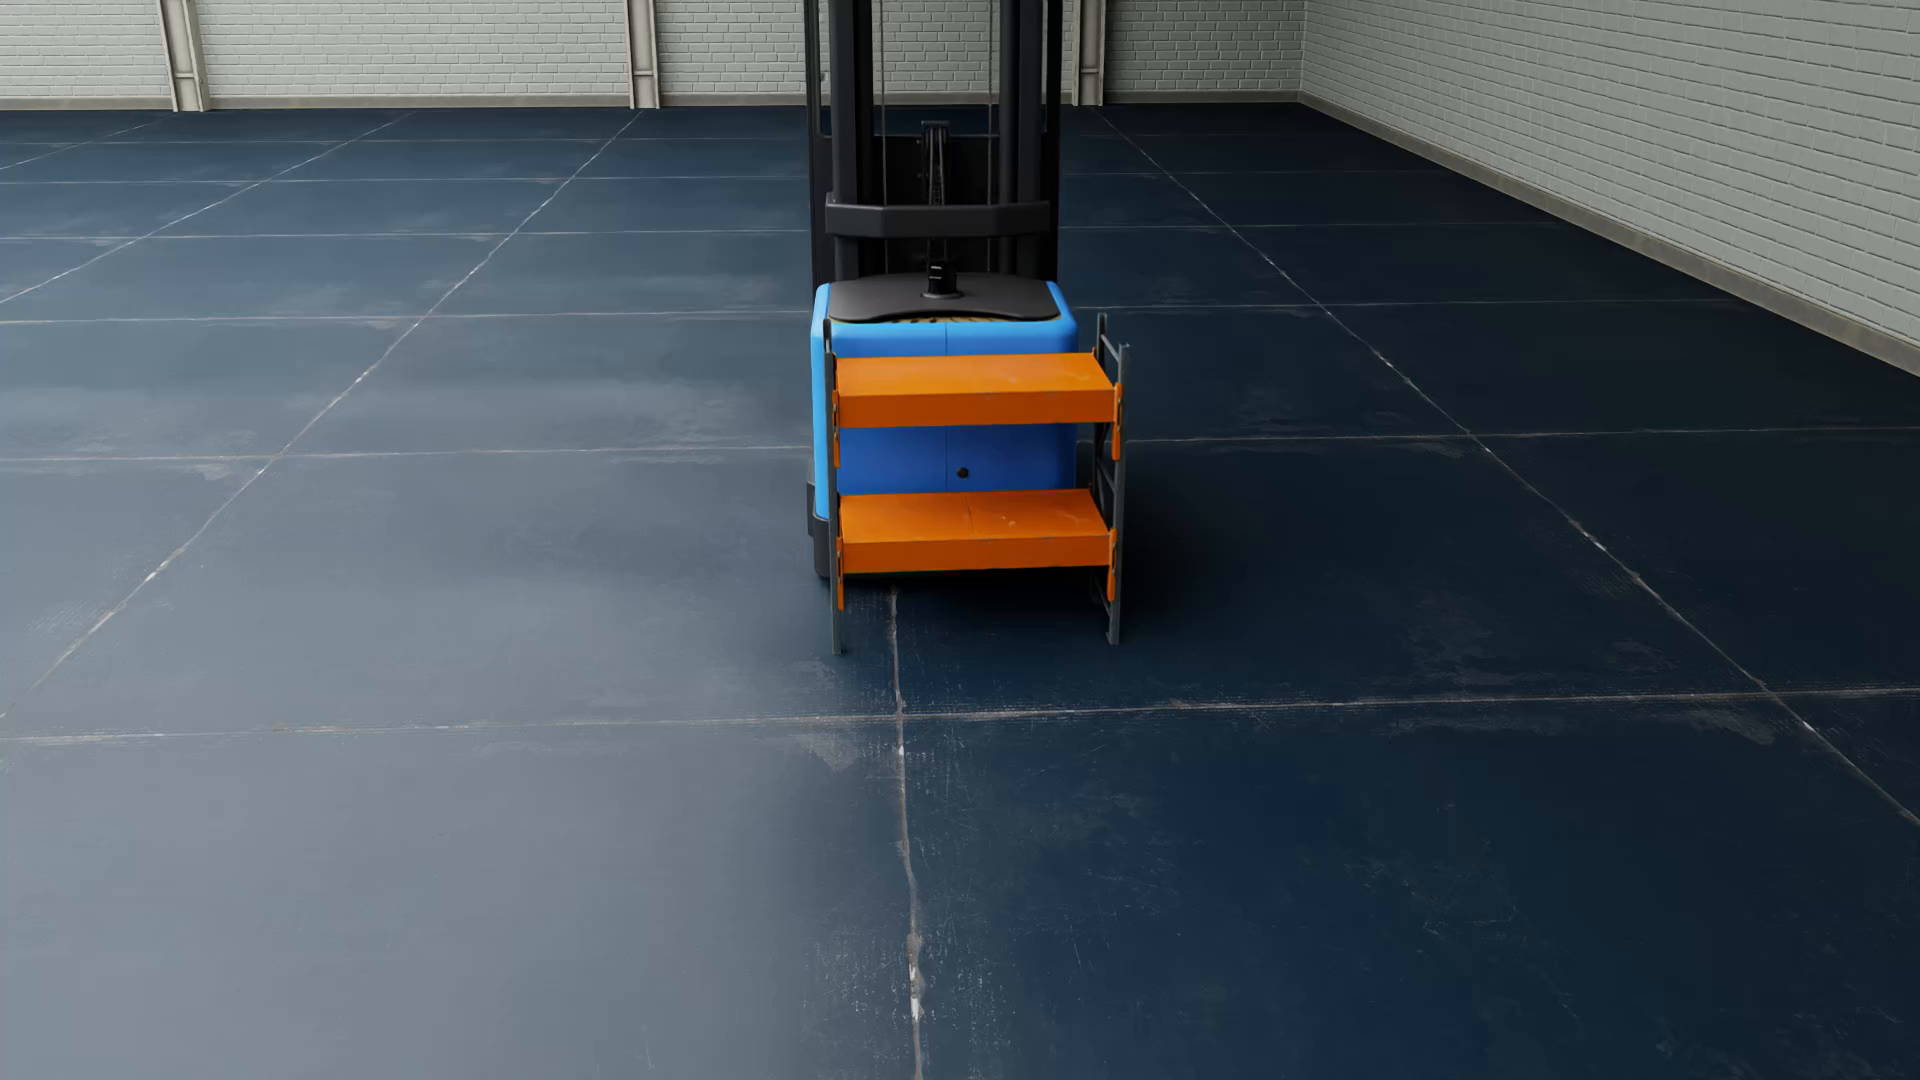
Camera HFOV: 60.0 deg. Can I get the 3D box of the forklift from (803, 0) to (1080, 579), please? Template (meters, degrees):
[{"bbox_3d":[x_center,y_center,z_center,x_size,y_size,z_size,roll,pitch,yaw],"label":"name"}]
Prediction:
[{"bbox_3d":[-0.126,-1.696,7.455,1.130,2.935,3.031,-1,21,-3],"label":"forklift"}]

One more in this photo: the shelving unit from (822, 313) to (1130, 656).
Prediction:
[{"bbox_3d":[0.041,-0.212,6.095,1.048,1.125,0.538,-2,21,-5],"label":"shelving unit"}]

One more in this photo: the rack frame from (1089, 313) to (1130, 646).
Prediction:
[{"bbox_3d":[0.547,-0.227,6.136,0.032,1.125,0.500,-2,21,-5],"label":"rack frame"}]

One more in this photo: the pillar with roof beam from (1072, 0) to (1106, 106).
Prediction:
[{"bbox_3d":[1.992,-8.655,17.207,0.400,9.000,9.100,-1,21,-3],"label":"pillar with roof beam"}]

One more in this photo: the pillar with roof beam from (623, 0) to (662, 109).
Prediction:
[{"bbox_3d":[-3.999,-8.533,16.886,0.400,9.000,9.100,-1,21,-3],"label":"pillar with roof beam"}]

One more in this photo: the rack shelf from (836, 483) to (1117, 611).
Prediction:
[{"bbox_3d":[0.041,0.017,6.182,1.000,0.278,0.538,-2,21,-5],"label":"rack shelf"}]

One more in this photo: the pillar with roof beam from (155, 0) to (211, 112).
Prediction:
[{"bbox_3d":[-9.989,-8.411,16.566,0.400,9.000,9.100,-1,21,-3],"label":"pillar with roof beam"}]

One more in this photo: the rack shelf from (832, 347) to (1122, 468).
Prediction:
[{"bbox_3d":[0.041,-0.485,5.991,1.000,0.278,0.538,-2,21,-5],"label":"rack shelf"}]

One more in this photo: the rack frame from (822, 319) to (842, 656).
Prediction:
[{"bbox_3d":[-0.466,-0.196,6.054,0.032,1.125,0.500,-2,21,-5],"label":"rack frame"}]
